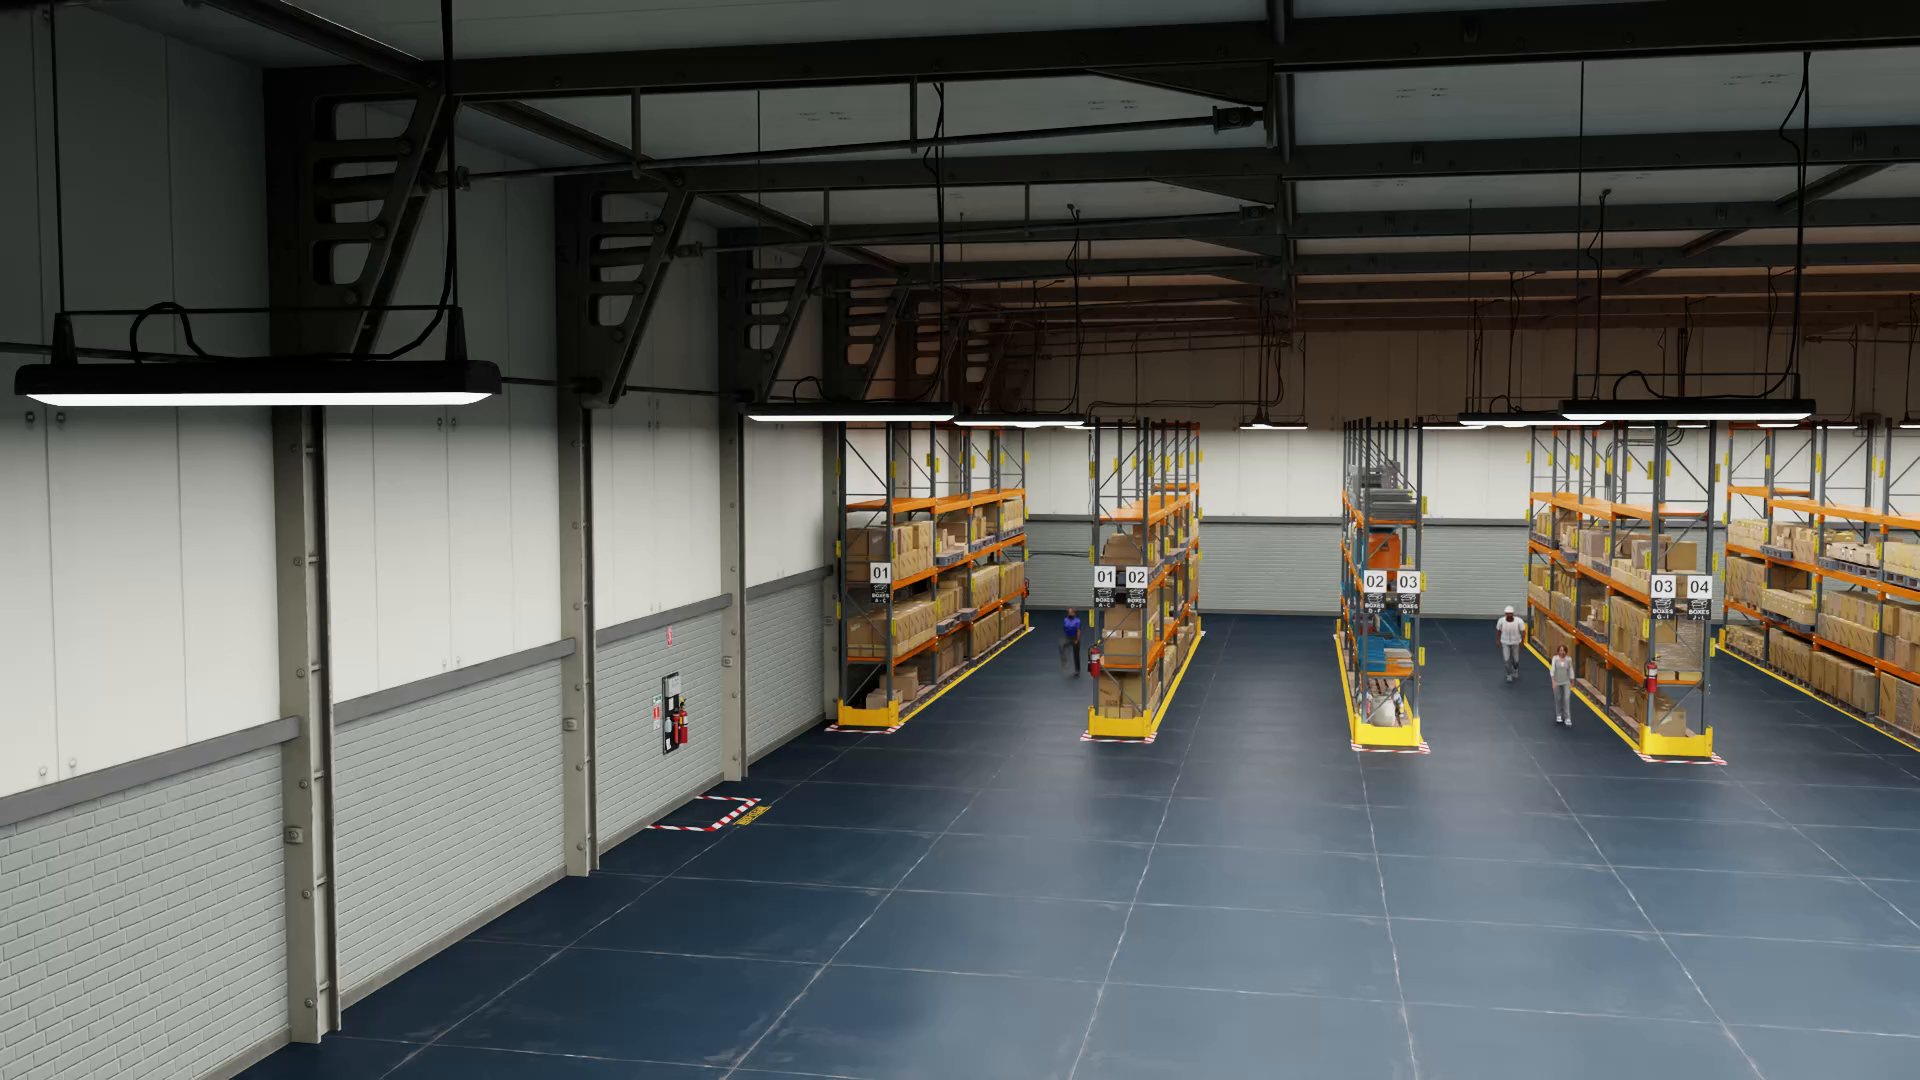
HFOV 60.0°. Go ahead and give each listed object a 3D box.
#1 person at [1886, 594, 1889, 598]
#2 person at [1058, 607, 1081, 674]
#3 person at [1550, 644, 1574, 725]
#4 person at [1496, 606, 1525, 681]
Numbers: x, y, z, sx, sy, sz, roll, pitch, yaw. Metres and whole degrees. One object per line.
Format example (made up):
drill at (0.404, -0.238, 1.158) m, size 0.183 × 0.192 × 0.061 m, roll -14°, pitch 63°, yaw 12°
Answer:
person at (24.684, 1.985, 44.437) m, size 0.619 × 1.668 × 0.464 m, roll 1°, pitch 4°, yaw 10°
person at (2.602, 2.376, 38.857) m, size 0.465 × 1.607 × 0.966 m, roll 1°, pitch 4°, yaw 20°
person at (11.757, 2.821, 32.470) m, size 0.445 × 1.543 × 0.891 m, roll 1°, pitch 4°, yaw 22°
person at (12.697, 2.371, 38.327) m, size 0.636 × 1.739 × 0.678 m, roll 1°, pitch 4°, yaw 22°
